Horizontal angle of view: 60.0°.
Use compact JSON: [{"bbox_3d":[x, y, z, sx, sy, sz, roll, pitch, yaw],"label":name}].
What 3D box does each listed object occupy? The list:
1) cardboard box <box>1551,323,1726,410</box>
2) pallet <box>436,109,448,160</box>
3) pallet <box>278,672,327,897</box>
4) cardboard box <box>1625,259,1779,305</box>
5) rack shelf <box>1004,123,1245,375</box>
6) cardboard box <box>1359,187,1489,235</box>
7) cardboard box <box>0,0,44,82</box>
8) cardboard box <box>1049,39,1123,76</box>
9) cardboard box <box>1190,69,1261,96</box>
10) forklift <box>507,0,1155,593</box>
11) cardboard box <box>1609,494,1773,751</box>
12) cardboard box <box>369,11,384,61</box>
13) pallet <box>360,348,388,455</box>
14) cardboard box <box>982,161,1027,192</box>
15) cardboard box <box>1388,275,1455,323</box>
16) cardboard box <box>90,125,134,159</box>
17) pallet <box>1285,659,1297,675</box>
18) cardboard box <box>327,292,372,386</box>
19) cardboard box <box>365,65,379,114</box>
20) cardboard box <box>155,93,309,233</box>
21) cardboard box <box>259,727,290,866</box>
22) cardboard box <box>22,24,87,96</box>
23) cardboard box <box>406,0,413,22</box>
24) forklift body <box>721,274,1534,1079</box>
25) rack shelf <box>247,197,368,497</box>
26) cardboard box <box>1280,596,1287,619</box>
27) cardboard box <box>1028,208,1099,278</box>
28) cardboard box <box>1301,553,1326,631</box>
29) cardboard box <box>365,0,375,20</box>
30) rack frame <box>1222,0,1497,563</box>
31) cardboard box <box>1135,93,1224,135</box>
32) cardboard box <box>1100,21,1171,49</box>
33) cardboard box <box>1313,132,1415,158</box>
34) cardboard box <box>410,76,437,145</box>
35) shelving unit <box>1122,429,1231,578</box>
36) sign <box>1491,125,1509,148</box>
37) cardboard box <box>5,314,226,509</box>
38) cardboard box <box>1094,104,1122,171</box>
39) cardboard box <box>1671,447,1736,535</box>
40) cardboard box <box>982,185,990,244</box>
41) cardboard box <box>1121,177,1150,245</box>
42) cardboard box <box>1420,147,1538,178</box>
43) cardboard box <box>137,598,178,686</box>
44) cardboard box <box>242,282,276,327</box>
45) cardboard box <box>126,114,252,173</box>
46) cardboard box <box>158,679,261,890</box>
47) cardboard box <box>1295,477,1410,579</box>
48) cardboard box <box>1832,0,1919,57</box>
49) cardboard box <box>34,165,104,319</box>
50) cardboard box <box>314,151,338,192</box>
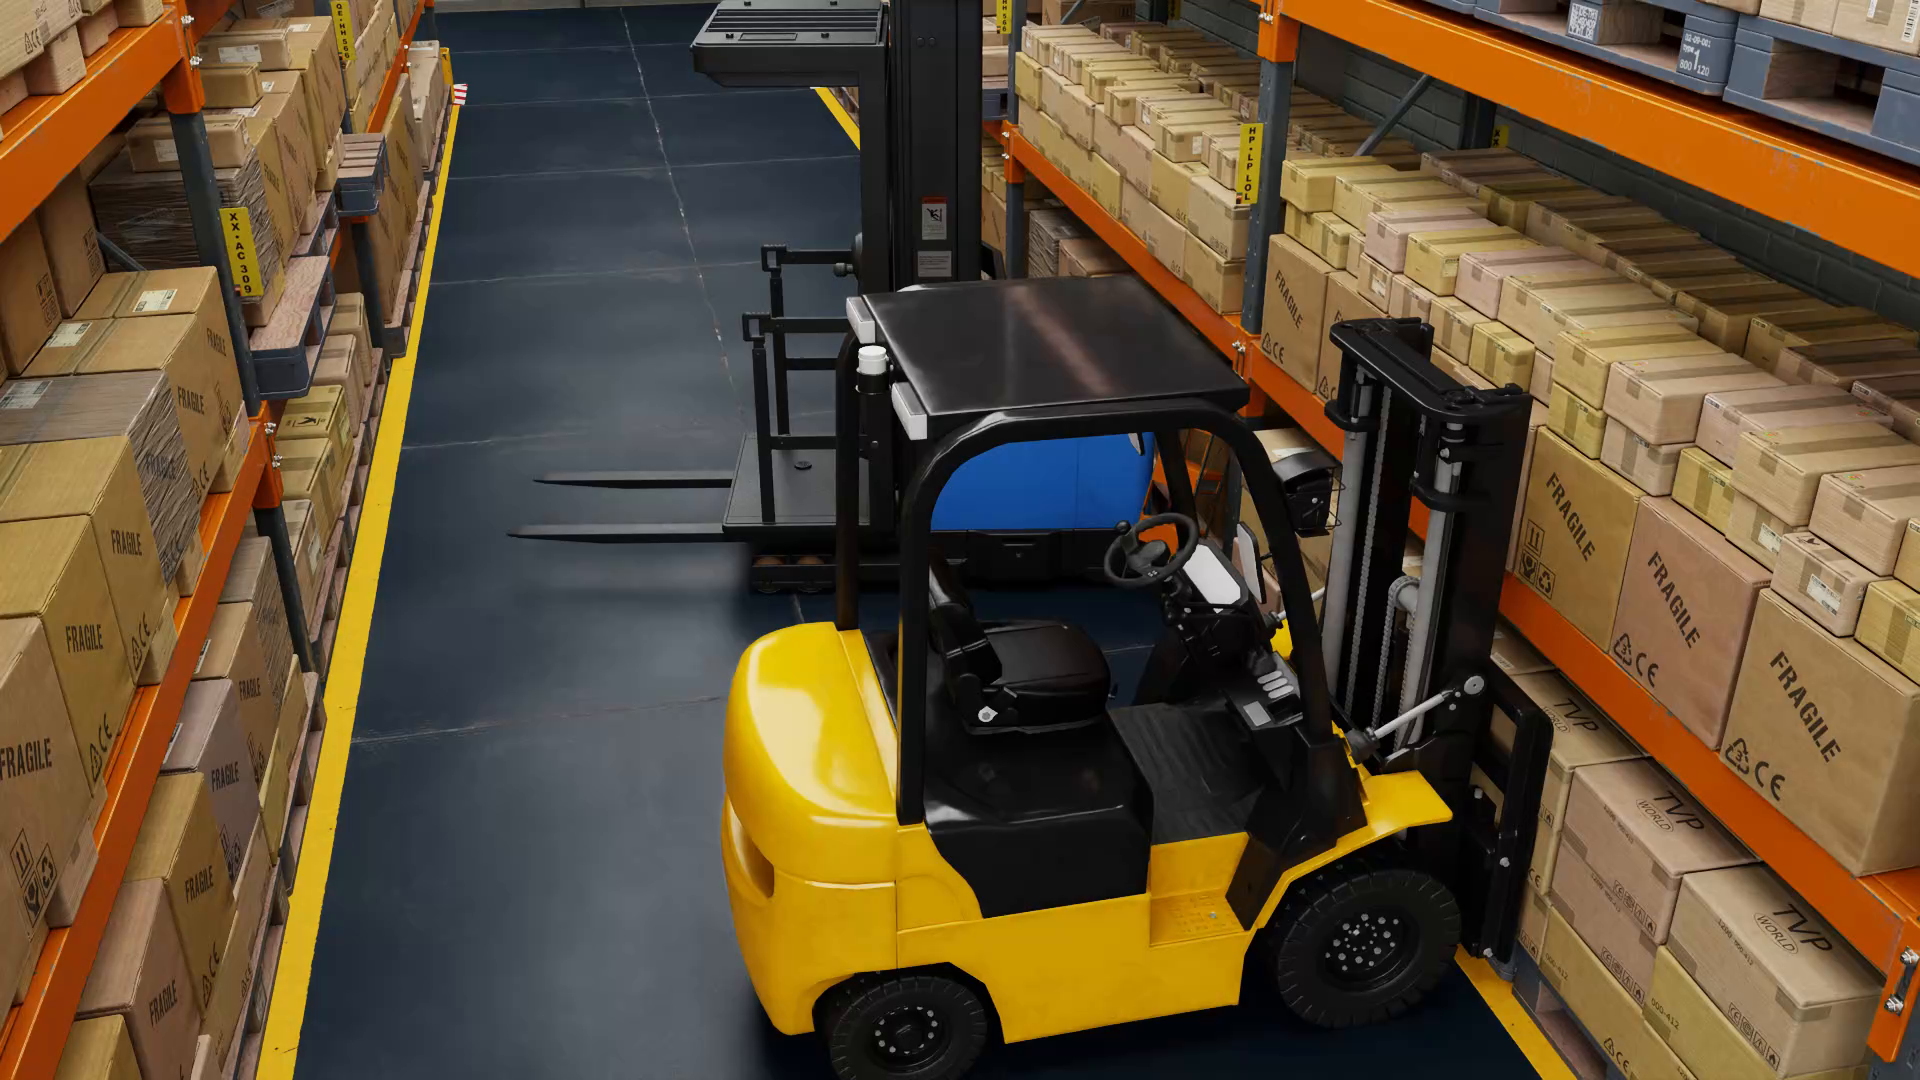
[{"bbox_3d":[1.933,-0.499,4.749,0.380,0.149,0.250,-5,27,-11],"label":"cardboard box"},{"bbox_3d":[-5.309,-3.742,15.429,1.003,0.211,1.213,-6,27,-12],"label":"pallet"},{"bbox_3d":[-2.947,0.940,6.154,1.003,0.211,1.213,-6,27,-12],"label":"pallet"},{"bbox_3d":[2.353,-0.780,5.305,0.380,0.149,0.250,-5,27,-10],"label":"cardboard box"},{"bbox_3d":[1.252,-1.659,9.006,1.077,0.370,4.000,-6,27,-12],"label":"rack shelf"},{"bbox_3d":[1.699,-1.182,6.103,0.380,0.149,0.250,-6,27,-13],"label":"cardboard box"},{"bbox_3d":[-2.426,-1.166,3.739,0.500,0.250,0.500,-5,27,-10],"label":"cardboard box"},{"bbox_3d":[0.731,-2.795,9.628,0.380,0.149,0.250,-5,27,-10],"label":"cardboard box"},{"bbox_3d":[1.437,-2.398,8.841,0.380,0.149,0.250,-5,27,-10],"label":"cardboard box"},{"bbox_3d":[-0.625,-1.302,7.576,3.031,2.935,1.130,-1,27,-1],"label":"forklift"},{"bbox_3d":[2.130,0.191,4.431,0.500,0.500,0.500,-5,27,-10],"label":"cardboard box"},{"bbox_3d":[-4.225,-3.427,11.323,0.500,0.250,0.500,-5,27,-11],"label":"cardboard box"},{"bbox_3d":[-3.859,-0.764,9.530,1.003,0.211,1.213,-6,27,-12],"label":"pallet"},{"bbox_3d":[0.352,-2.527,11.516,0.380,0.149,0.250,-7,28,-14],"label":"cardboard box"},{"bbox_3d":[1.705,-0.813,5.702,0.380,0.149,0.250,-6,27,-12],"label":"cardboard box"},{"bbox_3d":[-3.573,-1.358,6.705,0.500,0.500,0.500,-6,27,-11],"label":"cardboard box"},{"bbox_3d":[1.841,0.496,7.033,1.003,0.211,1.213,-6,27,-12],"label":"pallet"},{"bbox_3d":[-3.916,-1.118,9.586,0.950,0.372,0.625,-8,28,-15],"label":"cardboard box"},{"bbox_3d":[-4.144,-2.980,10.992,0.500,0.250,0.500,-5,27,-10],"label":"cardboard box"},{"bbox_3d":[-3.170,-1.634,7.252,0.500,0.500,0.500,-6,27,-12],"label":"cardboard box"},{"bbox_3d":[-2.607,0.909,5.706,0.500,0.250,0.500,-7,28,-13],"label":"cardboard box"},{"bbox_3d":[-2.546,-1.263,4.372,0.380,0.149,0.250,-5,27,-10],"label":"cardboard box"},{"bbox_3d":[-4.895,-4.607,13.938,0.500,0.500,0.500,-6,27,-11],"label":"cardboard box"},{"bbox_3d":[0.399,0.386,5.099,2.313,2.155,1.214,-6,27,-12],"label":"forklift body"},{"bbox_3d":[-3.583,-1.153,8.004,1.077,0.370,4.000,-6,27,-12],"label":"rack shelf"},{"bbox_3d":[1.619,0.405,6.703,0.500,0.250,0.500,-7,28,-13],"label":"cardboard box"},{"bbox_3d":[0.929,-1.710,10.479,0.875,0.625,0.625,-5,27,-10],"label":"cardboard box"},{"bbox_3d":[1.627,0.179,6.596,0.500,0.250,0.500,-6,27,-12],"label":"cardboard box"},{"bbox_3d":[-4.240,-3.752,11.134,0.500,0.500,0.500,-6,27,-11],"label":"cardboard box"},{"bbox_3d":[1.703,-1.102,7.104,1.000,3.000,0.127,-6,27,-12],"label":"rack frame"},{"bbox_3d":[1.093,-2.122,8.294,0.380,0.149,0.250,-6,27,-11],"label":"cardboard box"},{"bbox_3d":[1.072,-3.070,10.173,0.380,0.149,0.250,-5,27,-10],"label":"cardboard box"},{"bbox_3d":[1.823,-1.735,7.528,0.380,0.149,0.250,-7,28,-13],"label":"cardboard box"},{"bbox_3d":[-5.175,-3.832,14.890,0.875,0.438,0.875,-7,28,-13],"label":"cardboard box"},{"bbox_3d":[1.023,-0.242,7.545,0.252,1.050,0.215,25,16,40],"label":"shelving unit"},{"bbox_3d":[2.243,-1.581,7.005,0.100,0.325,0.005,-6,27,-12],"label":"sign"},{"bbox_3d":[-2.667,-0.379,5.230,0.500,0.500,0.500,-5,27,-10],"label":"cardboard box"},{"bbox_3d":[1.015,-2.121,8.736,0.500,0.250,0.500,-6,27,-11],"label":"cardboard box"},{"bbox_3d":[2.123,-0.143,4.374,0.380,0.149,0.250,-6,27,-12],"label":"cardboard box"},{"bbox_3d":[0.394,-2.314,11.814,0.500,0.500,0.500,-6,27,-12],"label":"cardboard box"},{"bbox_3d":[1.134,-1.671,8.398,0.500,0.250,0.500,-6,27,-11],"label":"cardboard box"},{"bbox_3d":[2.069,-1.460,6.652,0.380,0.149,0.250,-6,27,-11],"label":"cardboard box"},{"bbox_3d":[-2.409,0.296,4.613,0.380,0.149,0.250,-6,27,-11],"label":"cardboard box"},{"bbox_3d":[-2.949,-0.946,6.609,0.380,0.149,0.250,-6,27,-11],"label":"cardboard box"},{"bbox_3d":[-2.894,-1.493,6.253,0.380,0.149,0.250,-6,27,-12],"label":"cardboard box"},{"bbox_3d":[-2.505,0.788,5.112,0.500,0.500,0.500,-5,27,-9],"label":"cardboard box"},{"bbox_3d":[1.612,-0.039,6.473,0.500,0.250,0.500,-6,27,-12],"label":"cardboard box"},{"bbox_3d":[2.122,-1.138,3.549,0.380,0.149,0.250,-7,28,-13],"label":"cardboard box"},{"bbox_3d":[-3.244,-1.005,5.361,0.700,0.500,0.500,-6,27,-12],"label":"cardboard box"},{"bbox_3d":[-3.375,-1.861,8.420,0.380,0.149,0.250,-5,27,-11],"label":"cardboard box"}]
